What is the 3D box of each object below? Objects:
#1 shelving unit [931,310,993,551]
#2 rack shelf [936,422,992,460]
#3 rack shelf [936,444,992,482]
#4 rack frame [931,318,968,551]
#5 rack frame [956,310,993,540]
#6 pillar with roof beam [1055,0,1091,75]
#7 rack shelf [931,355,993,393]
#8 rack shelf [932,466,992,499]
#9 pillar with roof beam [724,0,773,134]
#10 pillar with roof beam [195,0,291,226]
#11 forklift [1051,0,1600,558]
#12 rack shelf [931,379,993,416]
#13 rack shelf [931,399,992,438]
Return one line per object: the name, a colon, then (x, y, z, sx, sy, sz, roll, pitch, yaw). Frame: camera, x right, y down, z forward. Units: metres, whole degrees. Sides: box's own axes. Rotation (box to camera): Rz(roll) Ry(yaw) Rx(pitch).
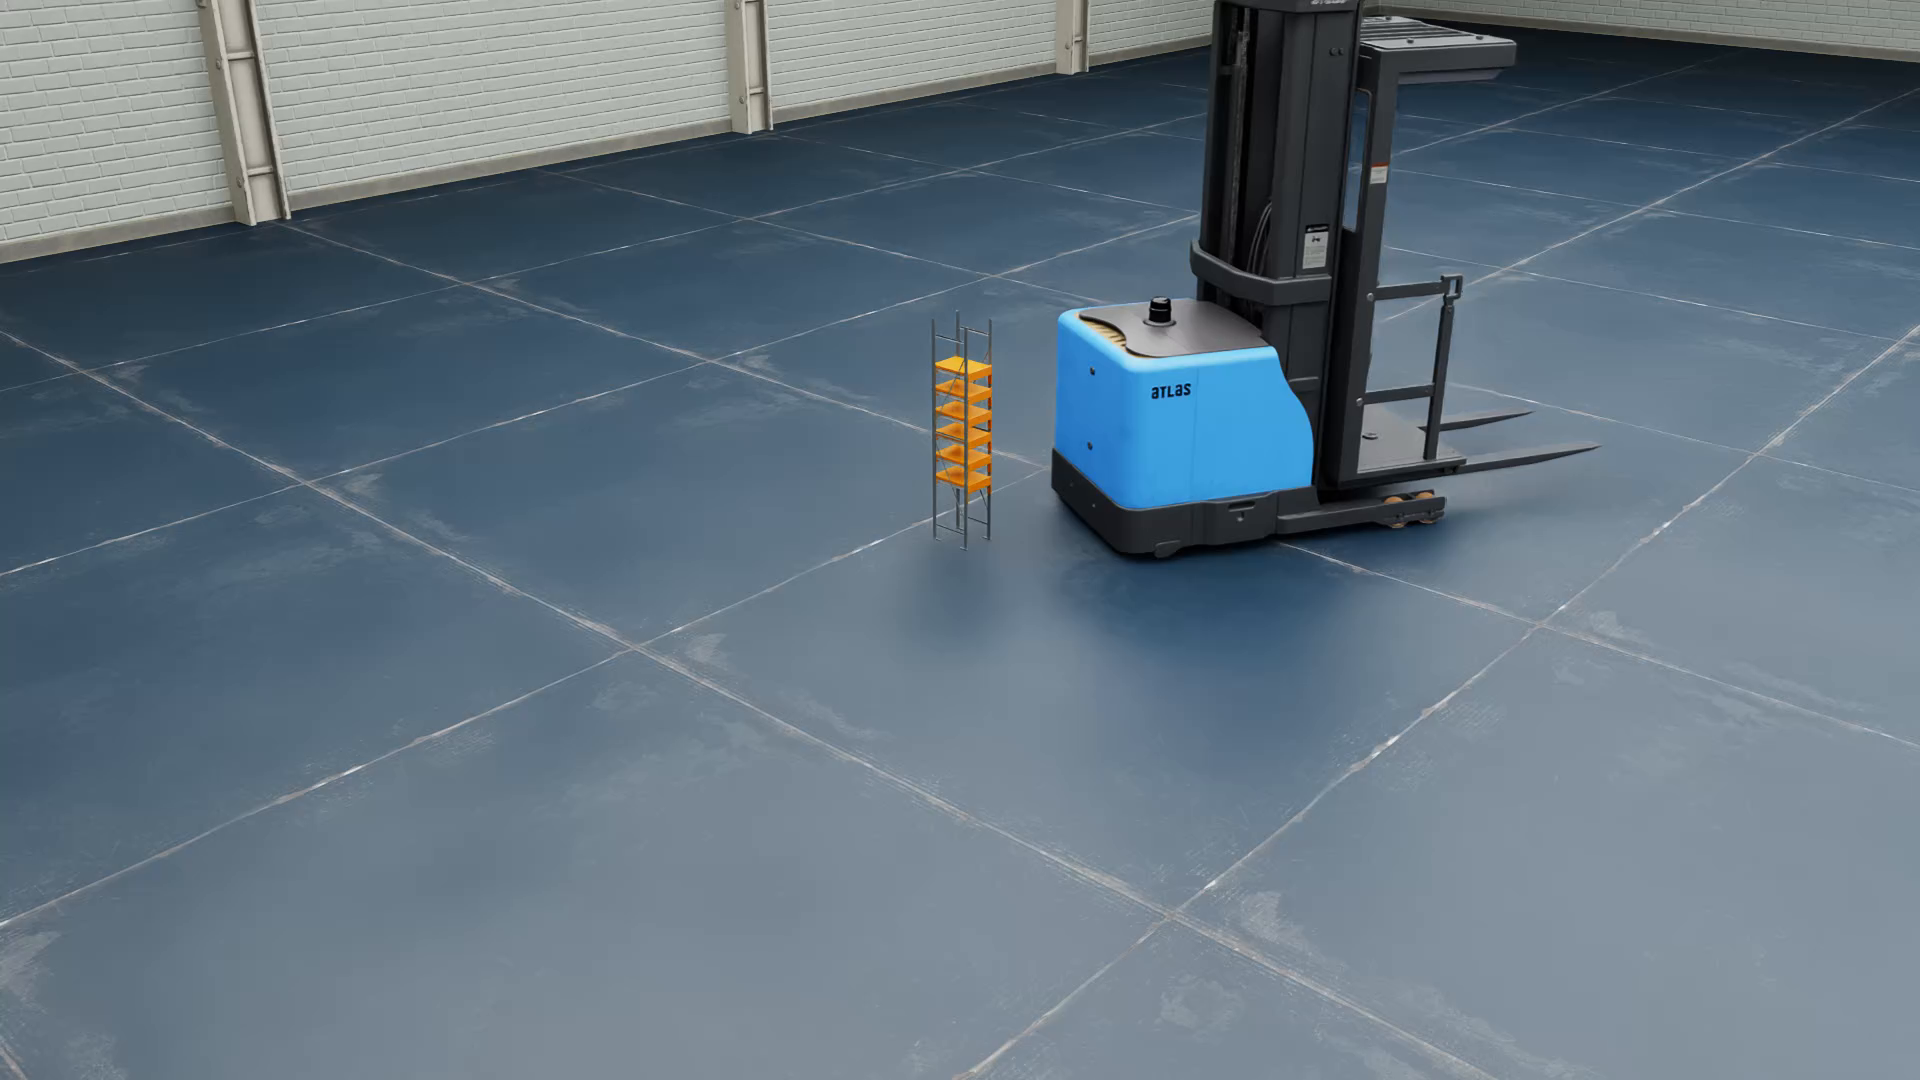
shelving unit: (0.010, -0.552, 8.514, 0.258, 1.200, 0.189, 20, 31, 38)
rack shelf: (0.010, -0.511, 8.533, 0.258, 0.103, 0.180, 20, 31, 38)
rack shelf: (0.010, -0.402, 8.582, 0.258, 0.103, 0.180, 20, 31, 38)
rack frame: (-0.051, -0.524, 8.452, 0.240, 1.200, 0.006, 20, 31, 38)
rack frame: (0.071, -0.580, 8.577, 0.240, 1.200, 0.006, 20, 31, 38)
pillar with roof beam: (4.782, -9.547, 19.044, 9.100, 9.000, 0.400, 20, 31, 38)
rack shelf: (0.010, -0.840, 8.385, 0.258, 0.103, 0.180, 20, 31, 38)
rack shelf: (0.010, -0.292, 8.631, 0.258, 0.103, 0.180, 20, 31, 38)
pillar with roof beam: (0.778, -7.719, 14.967, 9.100, 9.000, 0.400, 20, 31, 38)
pillar with roof beam: (-3.227, -5.891, 10.890, 9.100, 9.000, 0.400, 20, 31, 38)
forklift: (2.080, -1.594, 8.722, 3.031, 2.935, 1.130, -8, 25, -17)
rack shelf: (0.010, -0.730, 8.434, 0.258, 0.103, 0.180, 20, 31, 38)
rack shelf: (0.010, -0.621, 8.483, 0.258, 0.103, 0.180, 20, 31, 38)
